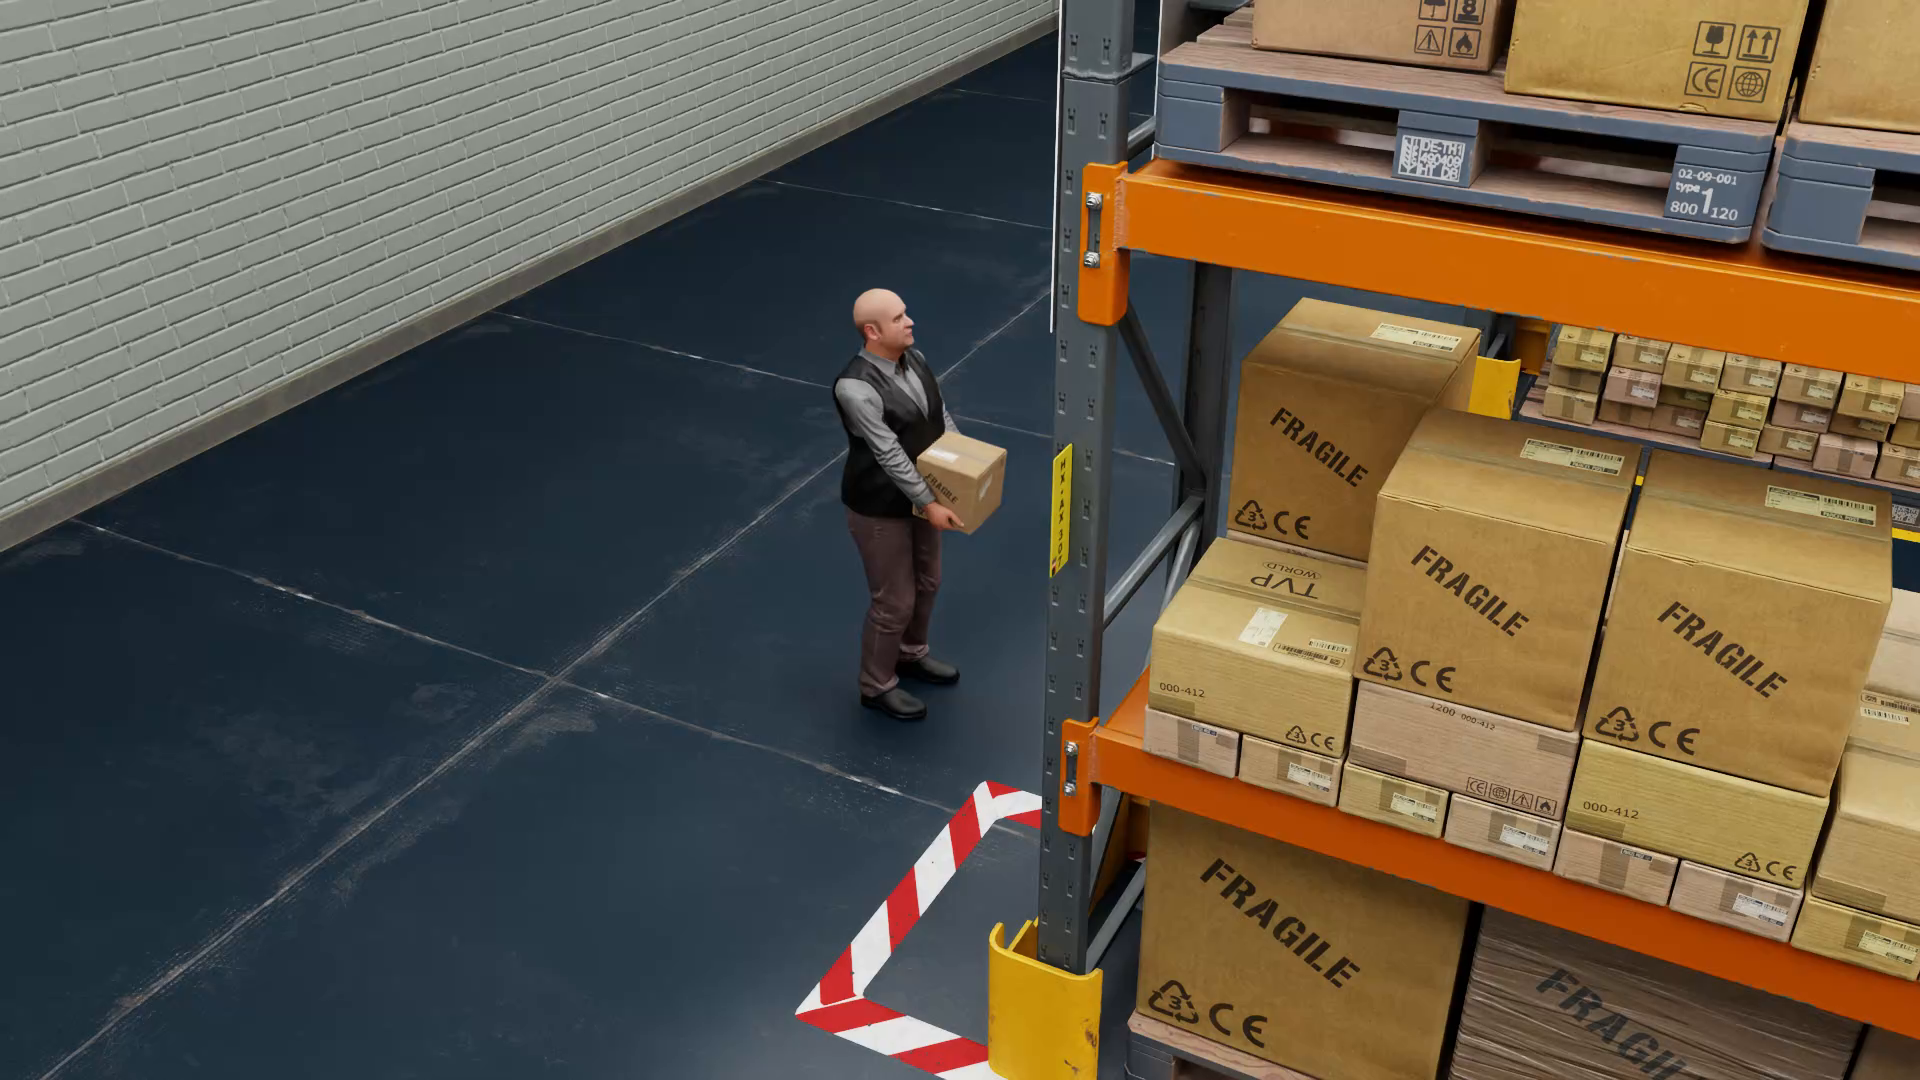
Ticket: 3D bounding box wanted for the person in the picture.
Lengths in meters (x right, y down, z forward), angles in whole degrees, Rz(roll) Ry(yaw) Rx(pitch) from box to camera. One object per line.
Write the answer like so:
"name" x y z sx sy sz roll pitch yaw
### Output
"person" -0.161 -0.090 6.394 0.550 1.638 0.496 14 33 23
